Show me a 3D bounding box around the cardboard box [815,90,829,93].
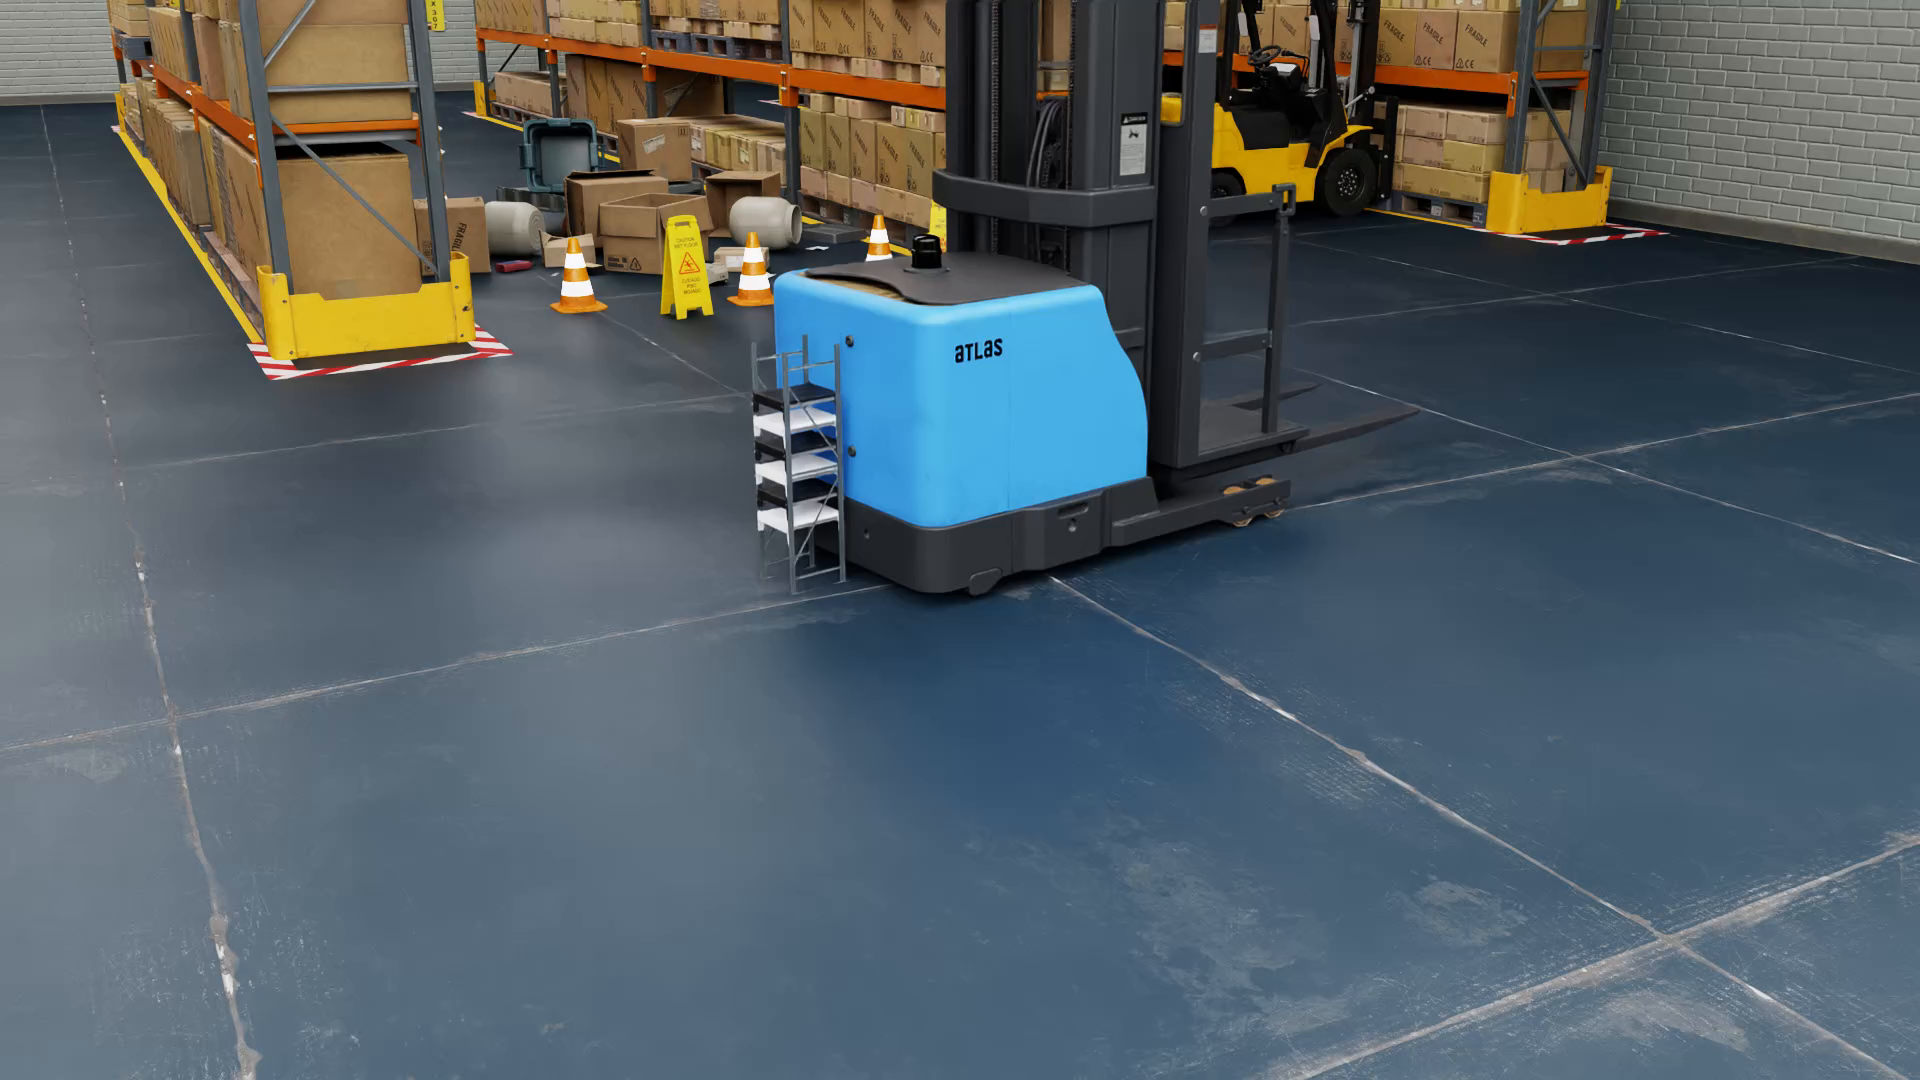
[{"bbox_3d":[-1.895,-7.335,26.479,0.700,0.500,0.500,-9,21,-24],"label":"cardboard box"}]

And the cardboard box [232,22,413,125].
[{"bbox_3d":[-3.767,-2.772,9.835,0.875,0.550,0.550,-10,21,-27],"label":"cardboard box"}]

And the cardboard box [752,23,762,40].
[{"bbox_3d":[-1.739,-4.808,15.709,0.380,0.149,0.250,-11,22,-28],"label":"cardboard box"}]

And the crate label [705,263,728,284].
[{"bbox_3d":[-1.825,-1.914,11.968,0.298,0.136,0.250,11,22,30],"label":"crate label"}]

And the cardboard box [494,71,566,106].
[{"bbox_3d":[-6.439,-6.803,25.033,0.875,0.438,0.875,-11,22,-28],"label":"cardboard box"}]

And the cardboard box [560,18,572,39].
[{"bbox_3d":[-4.717,-6.455,20.971,0.500,0.250,0.500,-11,22,-28],"label":"cardboard box"}]

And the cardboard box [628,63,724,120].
[{"bbox_3d":[-3.296,-5.099,19.423,0.875,0.875,0.875,-10,22,-27],"label":"cardboard box"}]

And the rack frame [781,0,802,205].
[{"bbox_3d":[-1.142,-4.545,15.205,1.000,3.000,0.127,-10,21,-27],"label":"rack frame"}]

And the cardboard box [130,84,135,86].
[{"bbox_3d":[-10.962,-6.063,22.418,0.380,0.149,0.250,-10,21,-26],"label":"cardboard box"}]

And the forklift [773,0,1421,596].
[{"bbox_3d":[0.749,-1.557,6.650,3.031,2.935,1.130,-15,24,-36],"label":"forklift"}]

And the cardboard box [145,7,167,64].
[{"bbox_3d":[-7.374,-4.774,15.716,0.500,0.500,0.500,-10,21,-26],"label":"cardboard box"}]

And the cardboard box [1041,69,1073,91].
[{"bbox_3d":[0.779,-3.408,12.294,0.380,0.149,0.250,-10,21,-26],"label":"cardboard box"}]

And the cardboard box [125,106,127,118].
[{"bbox_3d":[-11.181,-5.845,22.699,0.380,0.149,0.250,-10,21,-26],"label":"cardboard box"}]

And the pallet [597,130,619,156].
[{"bbox_3d":[-3.925,-4.963,20.691,1.003,0.211,1.213,-10,21,-27],"label":"pallet"}]

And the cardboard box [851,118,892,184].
[{"bbox_3d":[-0.590,-3.286,13.978,0.500,0.500,0.500,-9,21,-24],"label":"cardboard box"}]

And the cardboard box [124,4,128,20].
[{"bbox_3d":[-8.113,-5.266,16.579,0.380,0.149,0.250,-9,21,-25],"label":"cardboard box"}]

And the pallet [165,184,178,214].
[{"bbox_3d":[-7.042,-3.342,15.992,1.003,0.211,1.213,-10,21,-27],"label":"pallet"}]

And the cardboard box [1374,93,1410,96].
[{"bbox_3d":[4.111,-4.285,16.489,0.500,0.250,0.500,-10,21,-26],"label":"cardboard box"}]

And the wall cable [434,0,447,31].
[{"bbox_3d":[-9.538,-10.100,29.698,0.585,1.953,0.123,-10,21,-27],"label":"wall cable"}]

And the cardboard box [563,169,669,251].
[{"bbox_3d":[-2.756,-2.660,13.361,0.797,0.637,0.503,-10,21,-27],"label":"cardboard box"}]

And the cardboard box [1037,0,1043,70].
[{"bbox_3d":[0.257,-3.698,12.140,0.500,0.500,0.500,-10,22,-28],"label":"cardboard box"}]

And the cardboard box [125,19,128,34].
[{"bbox_3d":[-8.227,-5.193,16.824,0.380,0.149,0.250,-10,21,-26],"label":"cardboard box"}]

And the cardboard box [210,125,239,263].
[{"bbox_3d":[-4.782,-2.494,11.874,0.875,0.875,0.875,-10,21,-26],"label":"cardboard box"}]

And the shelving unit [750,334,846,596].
[{"bbox_3d":[-0.584,-0.272,6.040,0.258,0.900,0.210,-15,24,-36],"label":"shelving unit"}]

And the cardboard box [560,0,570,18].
[{"bbox_3d":[-4.708,-6.692,20.890,0.500,0.250,0.500,-10,21,-26],"label":"cardboard box"}]

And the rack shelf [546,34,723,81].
[{"bbox_3d":[-3.991,-5.928,20.314,1.077,0.370,4.000,-10,21,-27],"label":"rack shelf"}]

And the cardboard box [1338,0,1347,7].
[{"bbox_3d":[3.727,-5.165,15.853,0.380,0.149,0.250,-11,22,-28],"label":"cardboard box"}]

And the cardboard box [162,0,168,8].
[{"bbox_3d":[-7.145,-5.287,15.669,0.700,0.500,0.500,-10,21,-27],"label":"cardboard box"}]

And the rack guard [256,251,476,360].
[{"bbox_3d":[-3.539,-1.413,9.959,1.175,0.500,0.348,-10,21,-27],"label":"rack guard"}]

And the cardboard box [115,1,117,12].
[{"bbox_3d":[-8.965,-5.782,18.075,0.380,0.149,0.250,-9,21,-24],"label":"cardboard box"}]

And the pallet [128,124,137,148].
[{"bbox_3d":[-10.182,-5.266,21.568,1.003,0.211,1.213,-10,21,-27],"label":"pallet"}]

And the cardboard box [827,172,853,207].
[{"bbox_3d":[-0.836,-3.081,14.534,0.500,0.250,0.500,-9,21,-24],"label":"cardboard box"}]

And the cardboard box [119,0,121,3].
[{"bbox_3d":[-8.467,-5.622,17.156,0.380,0.149,0.250,-10,21,-27],"label":"cardboard box"}]

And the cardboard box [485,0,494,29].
[{"bbox_3d":[-6.600,-7.714,24.235,0.500,0.500,0.500,-10,22,-27],"label":"cardboard box"}]

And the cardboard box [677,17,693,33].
[{"bbox_3d":[-2.744,-5.397,17.415,0.380,0.149,0.250,-10,21,-26],"label":"cardboard box"}]

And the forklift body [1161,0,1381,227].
[{"bbox_3d":[2.618,-4.027,15.006,2.313,2.155,1.214,-10,21,-27],"label":"forklift body"}]

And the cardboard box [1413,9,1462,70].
[{"bbox_3d":[4.421,-4.465,14.820,0.500,0.500,0.500,-9,21,-25],"label":"cardboard box"}]

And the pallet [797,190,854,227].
[{"bbox_3d":[-0.792,-3.040,15.117,1.003,0.211,1.213,-10,21,-27],"label":"pallet"}]

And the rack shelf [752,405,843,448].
[{"bbox_3d":[-0.584,-0.411,5.992,0.258,0.077,0.200,-15,24,-36],"label":"rack shelf"}]

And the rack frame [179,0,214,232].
[{"bbox_3d":[-5.450,-3.749,12.899,1.000,3.000,0.127,-10,21,-27],"label":"rack frame"}]

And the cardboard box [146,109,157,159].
[{"bbox_3d":[-8.401,-4.362,17.862,0.500,0.500,0.500,-11,22,-29],"label":"cardboard box"}]

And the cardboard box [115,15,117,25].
[{"bbox_3d":[-9.096,-5.718,18.346,0.380,0.149,0.250,-10,21,-26],"label":"cardboard box"}]

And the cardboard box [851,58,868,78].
[{"bbox_3d":[-0.675,-3.918,13.772,0.380,0.149,0.250,-10,21,-26],"label":"cardboard box"}]

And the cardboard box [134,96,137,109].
[{"bbox_3d":[-9.928,-5.377,20.432,0.380,0.149,0.250,-10,22,-27],"label":"cardboard box"}]

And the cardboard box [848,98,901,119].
[{"bbox_3d":[-0.717,-3.625,13.965,0.380,0.149,0.250,-9,21,-24],"label":"cardboard box"}]

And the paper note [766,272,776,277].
[{"bbox_3d":[-1.443,-1.957,12.254,0.142,0.019,0.148,16,25,39],"label":"paper note"}]

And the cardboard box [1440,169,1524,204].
[{"bbox_3d":[4.623,-3.152,14.738,0.500,0.250,0.500,-10,21,-26],"label":"cardboard box"}]

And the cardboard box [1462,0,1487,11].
[{"bbox_3d":[4.565,-4.646,14.348,0.380,0.149,0.250,-10,21,-26],"label":"cardboard box"}]

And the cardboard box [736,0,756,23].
[{"bbox_3d":[-1.800,-5.171,15.765,0.500,0.500,0.500,-10,21,-26],"label":"cardboard box"}]
